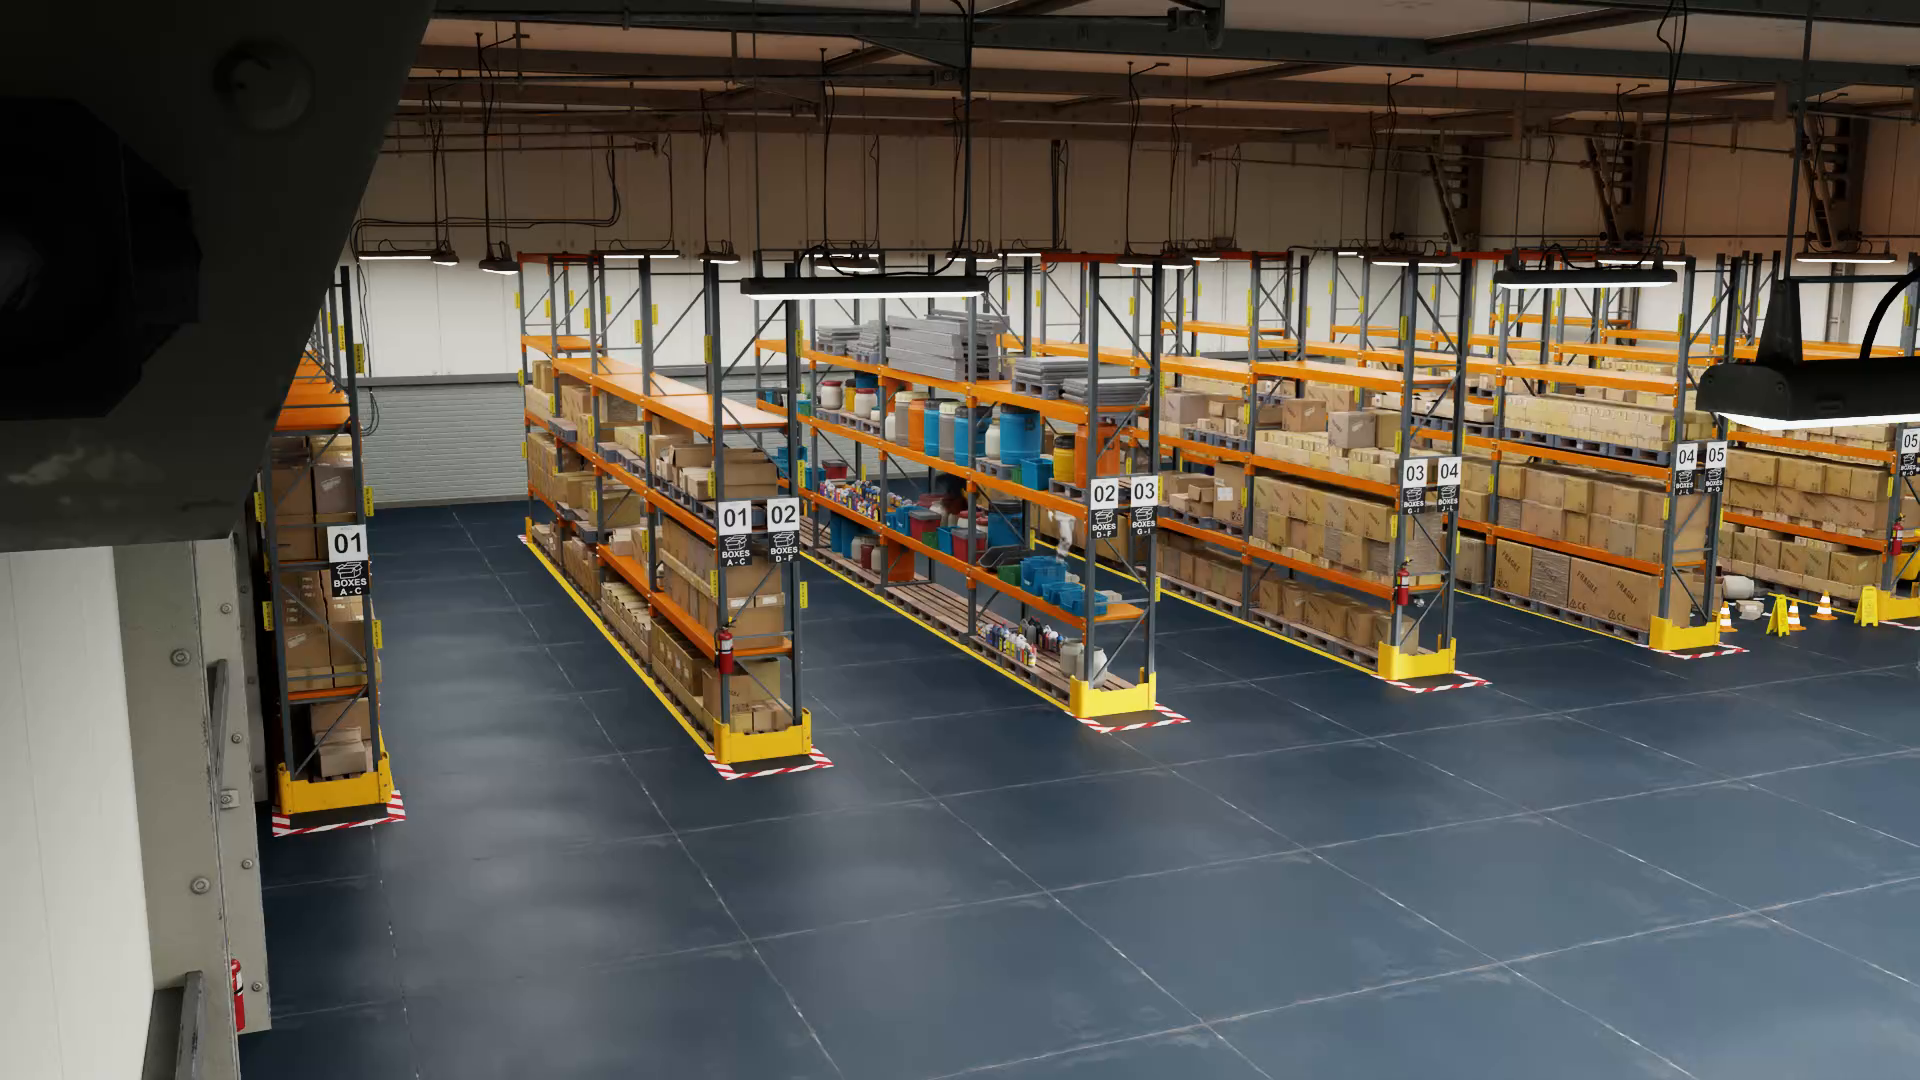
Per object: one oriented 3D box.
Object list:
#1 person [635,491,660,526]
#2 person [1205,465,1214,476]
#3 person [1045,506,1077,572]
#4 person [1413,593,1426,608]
[{"bbox_3d":[-6.674,-0.826,35.160,0.791,1.653,0.646,9,14,41],"label":"person"},{"bbox_3d":[6.251,-1.964,41.330,0.789,1.649,0.623,8,13,39],"label":"person"},{"bbox_3d":[1.934,-0.293,30.175,0.641,1.868,0.717,-7,13,-35],"label":"person"},{"bbox_3d":[7.789,0.322,28.821,0.557,1.634,0.758,-7,12,-32],"label":"person"}]
